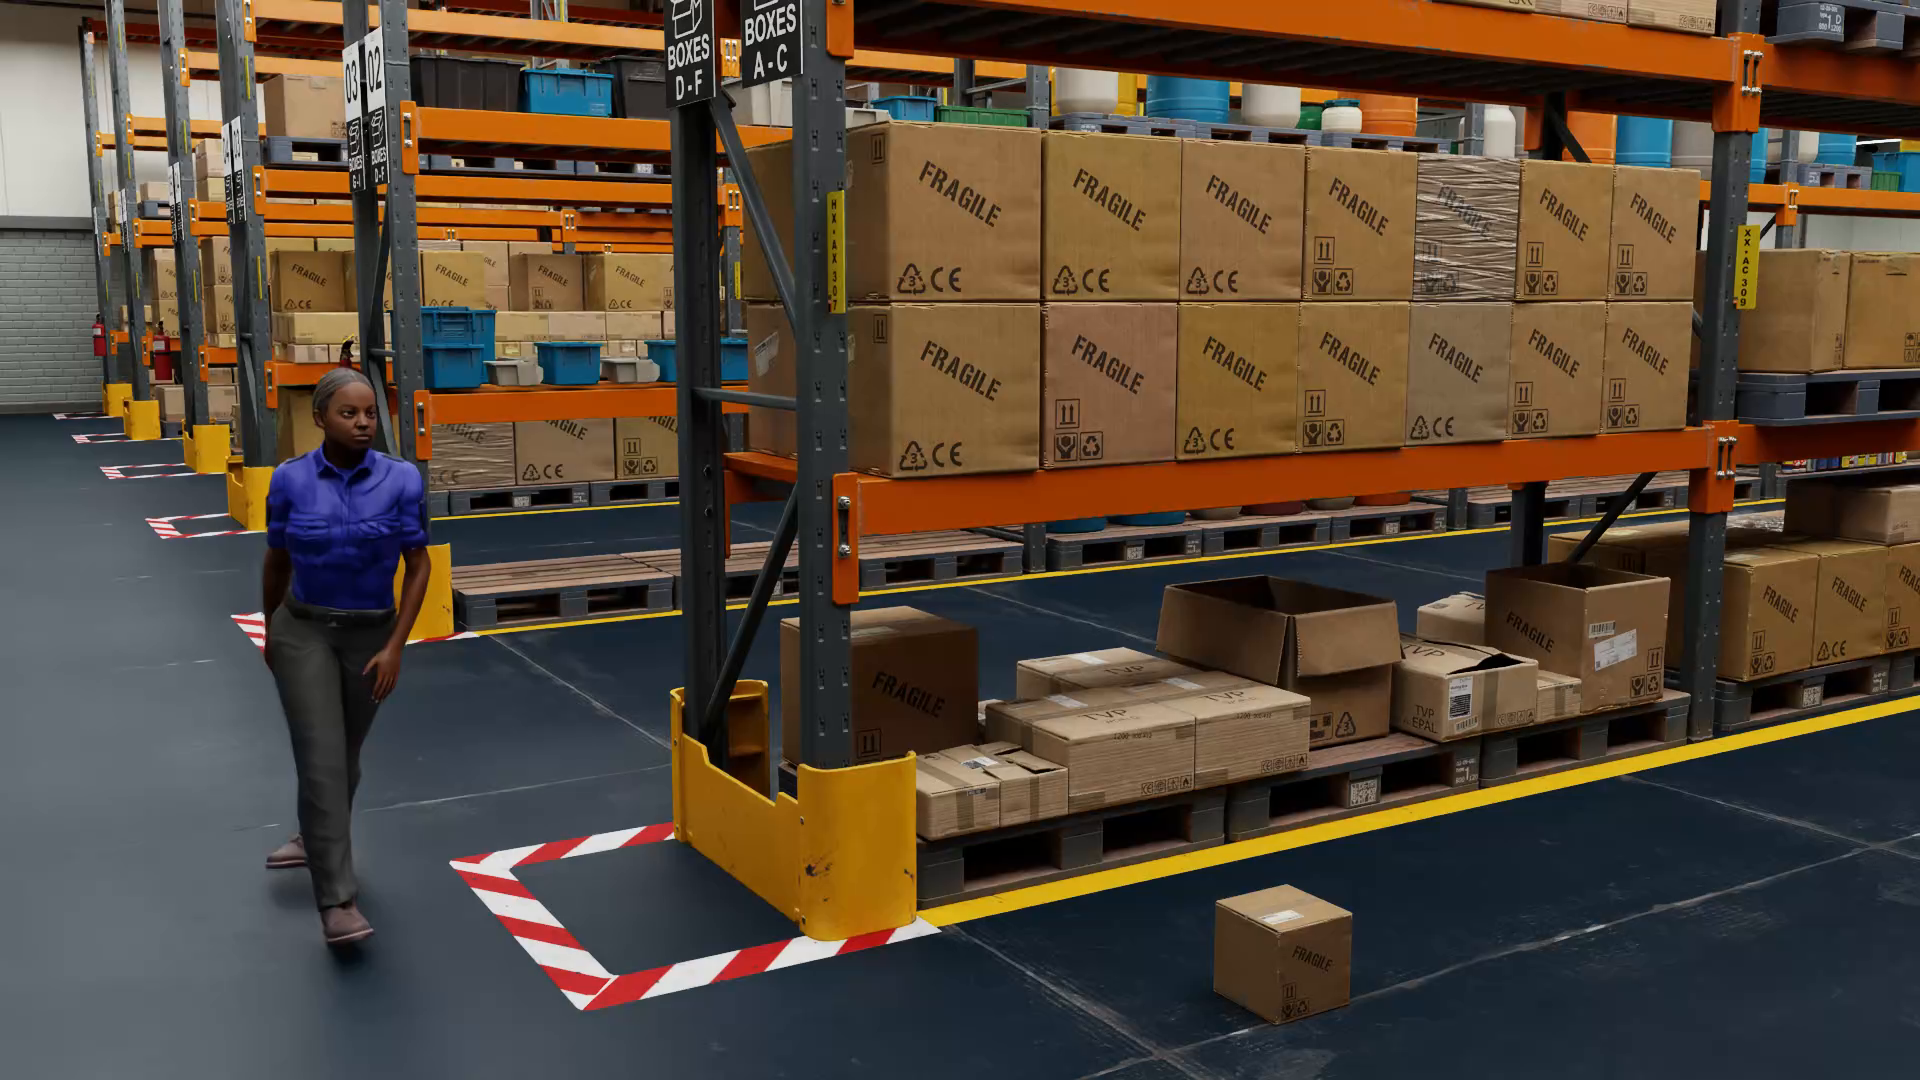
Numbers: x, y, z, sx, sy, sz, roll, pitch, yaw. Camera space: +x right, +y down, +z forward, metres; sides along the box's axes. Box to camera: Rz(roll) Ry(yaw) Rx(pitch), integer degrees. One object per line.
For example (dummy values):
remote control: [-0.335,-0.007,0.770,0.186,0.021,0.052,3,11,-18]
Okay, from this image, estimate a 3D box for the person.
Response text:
person: [-1.802,0.295,4.866,0.490,1.598,0.920,-4,9,-24]
